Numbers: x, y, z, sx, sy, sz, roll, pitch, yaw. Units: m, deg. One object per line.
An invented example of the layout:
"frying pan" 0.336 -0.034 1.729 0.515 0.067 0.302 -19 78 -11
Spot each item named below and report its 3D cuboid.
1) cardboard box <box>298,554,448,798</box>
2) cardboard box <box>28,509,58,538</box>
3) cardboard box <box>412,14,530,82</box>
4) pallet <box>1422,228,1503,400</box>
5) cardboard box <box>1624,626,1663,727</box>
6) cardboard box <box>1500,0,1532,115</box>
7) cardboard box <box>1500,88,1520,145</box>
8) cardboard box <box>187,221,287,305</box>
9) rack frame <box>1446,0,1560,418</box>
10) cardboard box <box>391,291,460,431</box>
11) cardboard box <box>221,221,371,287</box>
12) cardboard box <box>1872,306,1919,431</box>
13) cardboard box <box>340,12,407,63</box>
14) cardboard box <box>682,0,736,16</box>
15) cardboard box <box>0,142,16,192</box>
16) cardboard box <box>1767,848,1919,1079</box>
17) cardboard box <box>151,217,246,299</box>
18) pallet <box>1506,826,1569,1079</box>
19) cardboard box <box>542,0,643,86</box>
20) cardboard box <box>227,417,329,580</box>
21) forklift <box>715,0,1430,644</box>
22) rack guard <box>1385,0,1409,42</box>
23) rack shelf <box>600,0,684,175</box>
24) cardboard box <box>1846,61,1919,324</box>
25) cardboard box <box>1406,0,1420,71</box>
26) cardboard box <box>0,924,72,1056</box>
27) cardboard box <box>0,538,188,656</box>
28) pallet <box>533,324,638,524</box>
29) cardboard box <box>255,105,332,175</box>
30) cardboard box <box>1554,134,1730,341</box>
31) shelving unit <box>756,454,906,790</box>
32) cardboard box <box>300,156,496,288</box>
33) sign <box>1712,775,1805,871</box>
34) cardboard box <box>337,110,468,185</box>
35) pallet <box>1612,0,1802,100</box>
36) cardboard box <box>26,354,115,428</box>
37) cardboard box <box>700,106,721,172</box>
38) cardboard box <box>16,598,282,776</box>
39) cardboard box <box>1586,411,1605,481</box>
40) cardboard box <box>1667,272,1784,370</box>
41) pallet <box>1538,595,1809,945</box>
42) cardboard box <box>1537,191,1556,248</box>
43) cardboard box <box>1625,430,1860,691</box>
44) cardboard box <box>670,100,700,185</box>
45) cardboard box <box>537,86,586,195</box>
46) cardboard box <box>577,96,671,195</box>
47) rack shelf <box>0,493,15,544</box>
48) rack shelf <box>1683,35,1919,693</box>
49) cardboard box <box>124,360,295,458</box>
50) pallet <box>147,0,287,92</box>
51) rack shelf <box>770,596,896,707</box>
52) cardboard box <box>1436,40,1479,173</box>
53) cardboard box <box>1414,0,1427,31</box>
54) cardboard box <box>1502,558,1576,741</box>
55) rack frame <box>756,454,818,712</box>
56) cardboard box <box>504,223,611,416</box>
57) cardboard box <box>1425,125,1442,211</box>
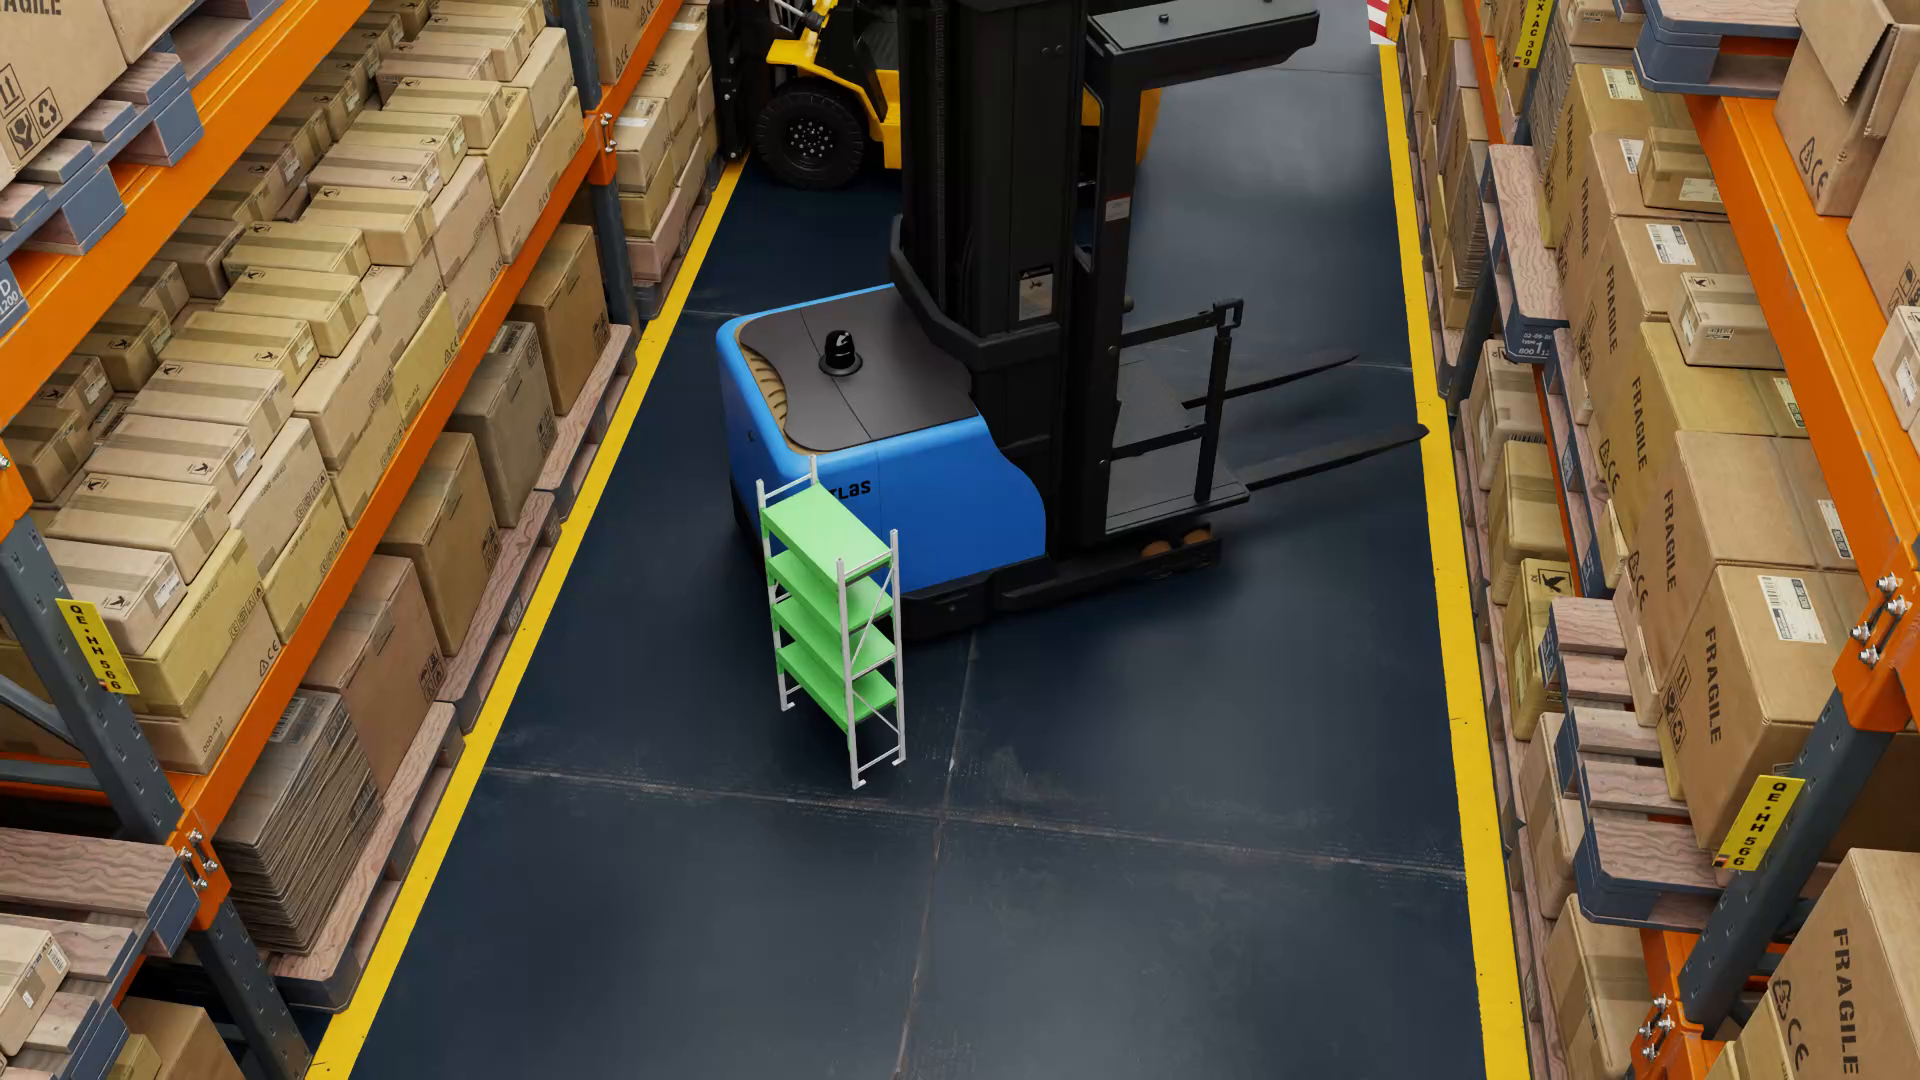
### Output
"cardboard box" -2.455 0.450 6.037 0.875 0.625 0.625 7 44 7
"cardboard box" -2.846 0.152 4.676 0.500 0.250 0.500 6 44 6
"cardboard box" -1.942 -1.957 6.613 0.380 0.149 0.250 5 44 5
"pallet" 2.873 -1.116 8.297 1.003 0.211 1.213 5 44 6
"cardboard box" 2.053 0.388 4.558 0.380 0.149 0.250 5 44 5
"cardboard box" 2.632 -2.137 7.058 0.500 0.500 0.500 4 44 4
"cardboard box" 2.560 -1.823 7.198 0.380 0.149 0.250 5 44 5
"cardboard box" -2.637 -0.880 5.766 0.500 0.250 0.500 4 44 5
"rack frame" 2.820 -1.667 6.851 1.000 3.000 0.127 5 44 6
"cardboard box" -2.126 -0.663 5.900 0.500 0.250 0.500 7 44 7
"cardboard box" -2.197 -0.919 5.516 0.380 0.149 0.250 5 44 6
"cardboard box" 2.149 -0.343 3.454 0.380 0.149 0.250 5 44 6
"cardboard box" -2.448 -1.990 6.647 0.380 0.149 0.250 4 44 4
"cardboard box" -1.517 -2.979 9.204 0.500 0.250 0.500 4 44 5
"cardboard box" -2.283 -0.793 3.538 0.380 0.166 0.250 5 44 5
"cardboard box" 1.983 0.973 3.263 0.500 0.500 0.500 4 44 4
"cardboard box" -2.604 -0.950 5.549 0.380 0.149 0.250 6 44 7
"pallet" 2.396 1.539 5.493 1.003 0.211 1.213 5 44 6
"cardboard box" -1.784 -2.431 7.585 0.500 0.500 0.500 4 44 4
"cardboard box" -2.262 -0.138 4.982 0.500 0.250 0.500 7 44 7
"forklift" 0.580 -1.221 6.430 3.031 2.935 1.130 -15 45 -15
"rack guard" 3.338 -3.434 10.535 1.175 0.500 0.348 5 44 6
"rack shelf" -1.837 -3.218 9.012 1.077 0.370 4.000 5 44 6
"cardboard box" 2.426 -0.712 3.588 0.700 0.500 0.500 5 44 6
"cardboard box" 2.968 -3.023 9.977 0.500 0.250 0.500 5 44 5
"cardboard box" -2.336 1.032 3.878 0.380 0.149 0.250 6 44 6
"cardboard box" -2.296 0.148 4.390 0.380 0.149 0.250 6 44 7
"pallet" -2.160 -0.598 7.750 1.003 0.211 1.213 5 44 6
"cardboard box" -2.553 -1.476 6.105 0.380 0.149 0.250 5 44 5
"cardboard box" 2.329 -0.993 5.545 0.500 0.500 0.500 5 44 5
"shelving unit" -0.457 0.320 6.062 0.258 1.200 0.503 -28 50 -26
"cardboard box" -2.047 -1.186 6.088 0.500 0.250 0.500 6 44 6
"sign" 1.752 0.624 3.647 0.100 0.325 0.005 5 44 6
"cardboard box" -2.027 -1.431 6.057 0.380 0.149 0.250 4 44 5
"pallet" 2.498 -1.570 4.704 1.213 0.211 1.003 5 44 6
"cardboard box" -2.806 -0.435 5.005 0.380 0.149 0.250 4 44 5
"cardboard box" -1.605 -2.268 9.181 0.500 0.250 0.500 6 44 6
"cardboard box" -2.329 0.385 4.794 0.500 0.250 0.500 5 44 6
"cardboard box" 2.227 -0.310 5.296 0.380 0.149 0.250 4 44 4
"cardboard box" 2.227 -0.614 4.673 0.380 0.149 0.250 3 44 4
"pallet" 2.279 0.633 4.561 1.213 0.211 1.003 5 44 6
"cardboard box" 2.392 -1.211 6.247 0.380 0.149 0.250 6 44 6
"cardboard box" 2.133 0.074 4.418 0.500 0.500 0.500 5 44 5
"cardboard box" -1.667 -2.096 8.635 0.500 0.250 0.500 5 44 5
"cardboard box" -1.908 -1.694 6.989 0.500 0.250 0.500 6 44 6
"cardboard box" -1.726 -1.934 8.100 0.500 0.250 0.500 5 44 5
"rack shelf" -2.894 1.145 2.223 1.077 0.370 4.000 5 44 6
"rack shelf" 2.555 -1.132 4.628 1.077 0.370 4.000 5 44 6
"cardboard box" -2.231 -0.391 4.959 0.380 0.149 0.250 6 44 6
"pallet" -2.484 -1.643 4.782 1.003 0.211 1.213 7 44 7
"rack shelf" -0.457 0.366 6.106 0.258 0.148 0.480 -28 50 -26
"cardboard box" 2.764 -2.216 8.580 0.500 0.500 0.500 7 44 8
"cardboard box" 2.965 -3.279 9.702 0.500 0.500 0.500 4 44 4
"cardboard box" 2.571 0.457 6.214 0.950 0.372 0.625 7 44 7
"rack frame" -0.606 0.187 6.202 0.240 1.200 0.015 -28 50 -26
"cardboard box" -2.159 -1.049 7.621 0.875 0.625 0.625 7 44 7
"cardboard box" 2.764 -1.959 8.853 0.500 0.250 0.500 6 44 6
